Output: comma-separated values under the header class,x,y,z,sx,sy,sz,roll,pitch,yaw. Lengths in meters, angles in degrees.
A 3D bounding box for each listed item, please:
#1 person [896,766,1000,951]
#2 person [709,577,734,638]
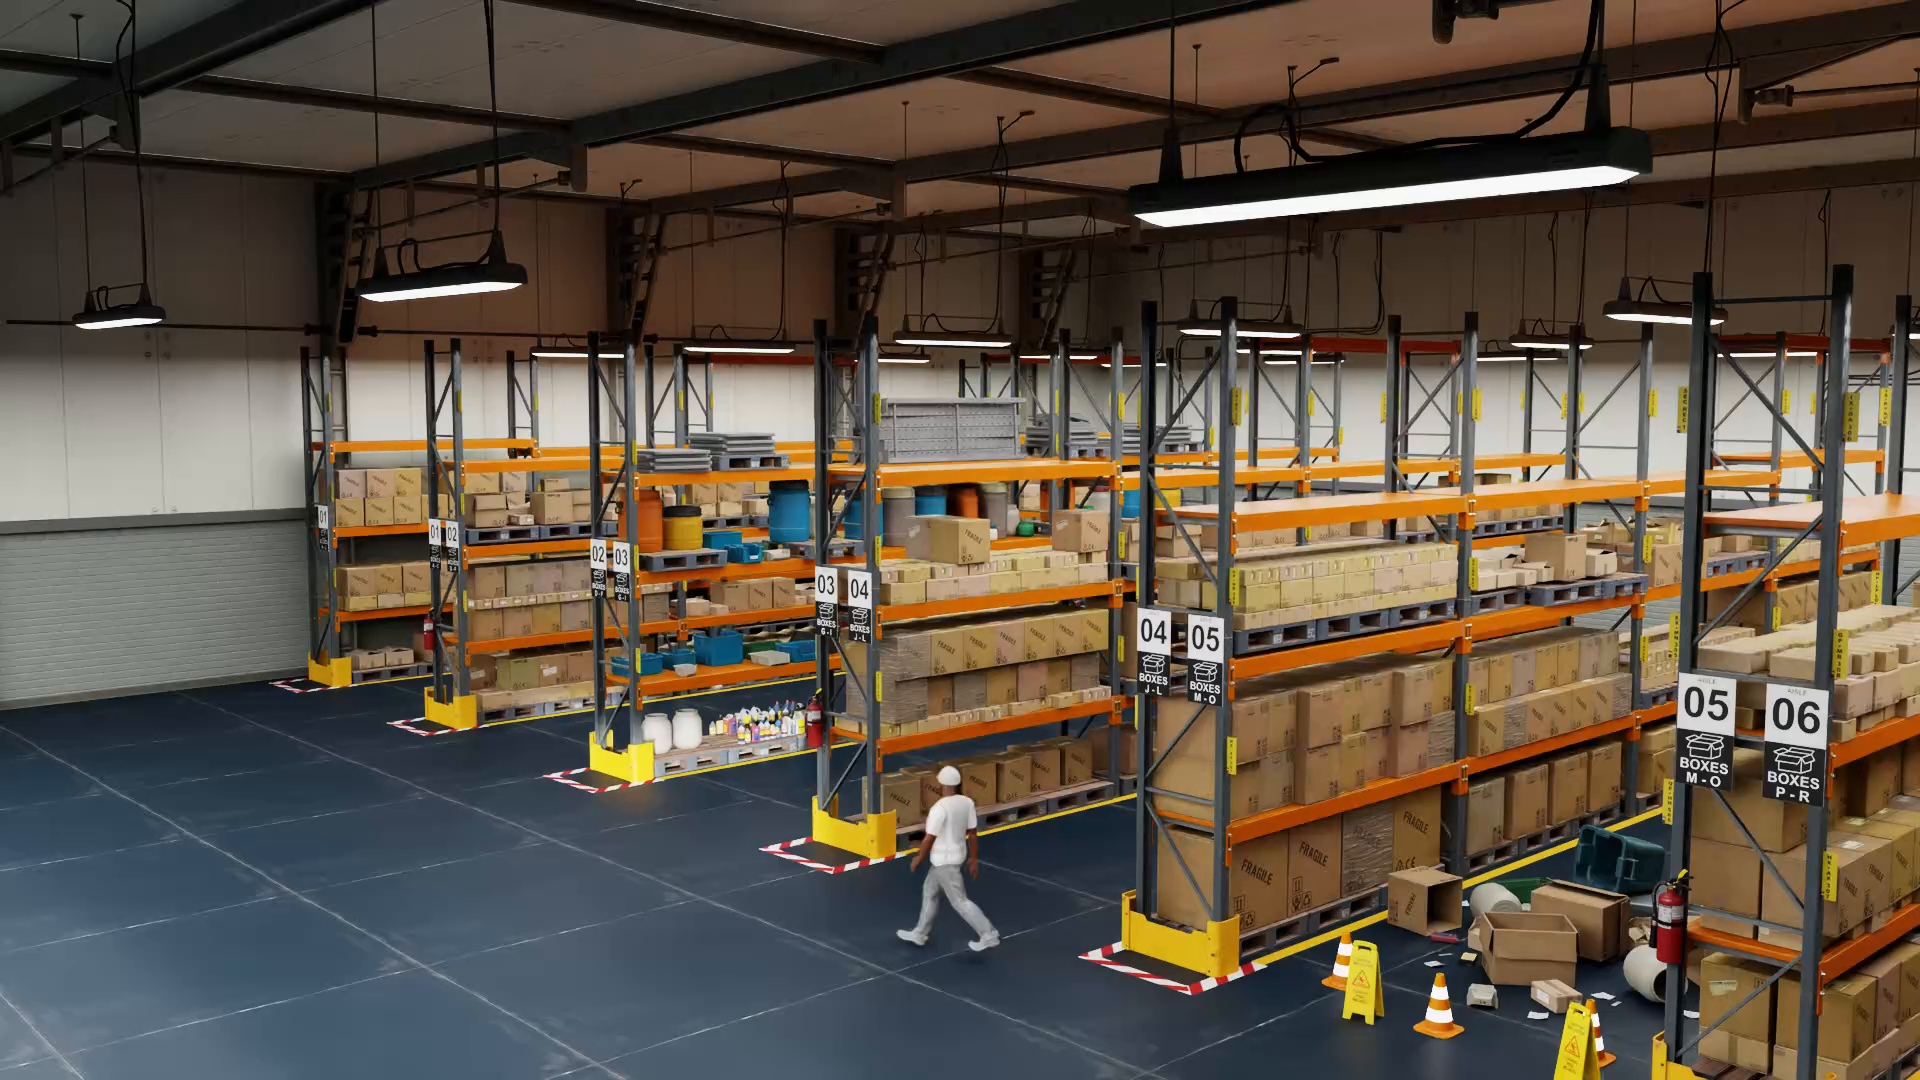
class,x,y,z,sx,sy,sz,roll,pitch,yaw
person,-0.127,2.953,15.359,1.042,1.734,0.494,1,5,12
person,-4.603,1.438,32.599,0.632,1.786,0.508,0,5,-4
